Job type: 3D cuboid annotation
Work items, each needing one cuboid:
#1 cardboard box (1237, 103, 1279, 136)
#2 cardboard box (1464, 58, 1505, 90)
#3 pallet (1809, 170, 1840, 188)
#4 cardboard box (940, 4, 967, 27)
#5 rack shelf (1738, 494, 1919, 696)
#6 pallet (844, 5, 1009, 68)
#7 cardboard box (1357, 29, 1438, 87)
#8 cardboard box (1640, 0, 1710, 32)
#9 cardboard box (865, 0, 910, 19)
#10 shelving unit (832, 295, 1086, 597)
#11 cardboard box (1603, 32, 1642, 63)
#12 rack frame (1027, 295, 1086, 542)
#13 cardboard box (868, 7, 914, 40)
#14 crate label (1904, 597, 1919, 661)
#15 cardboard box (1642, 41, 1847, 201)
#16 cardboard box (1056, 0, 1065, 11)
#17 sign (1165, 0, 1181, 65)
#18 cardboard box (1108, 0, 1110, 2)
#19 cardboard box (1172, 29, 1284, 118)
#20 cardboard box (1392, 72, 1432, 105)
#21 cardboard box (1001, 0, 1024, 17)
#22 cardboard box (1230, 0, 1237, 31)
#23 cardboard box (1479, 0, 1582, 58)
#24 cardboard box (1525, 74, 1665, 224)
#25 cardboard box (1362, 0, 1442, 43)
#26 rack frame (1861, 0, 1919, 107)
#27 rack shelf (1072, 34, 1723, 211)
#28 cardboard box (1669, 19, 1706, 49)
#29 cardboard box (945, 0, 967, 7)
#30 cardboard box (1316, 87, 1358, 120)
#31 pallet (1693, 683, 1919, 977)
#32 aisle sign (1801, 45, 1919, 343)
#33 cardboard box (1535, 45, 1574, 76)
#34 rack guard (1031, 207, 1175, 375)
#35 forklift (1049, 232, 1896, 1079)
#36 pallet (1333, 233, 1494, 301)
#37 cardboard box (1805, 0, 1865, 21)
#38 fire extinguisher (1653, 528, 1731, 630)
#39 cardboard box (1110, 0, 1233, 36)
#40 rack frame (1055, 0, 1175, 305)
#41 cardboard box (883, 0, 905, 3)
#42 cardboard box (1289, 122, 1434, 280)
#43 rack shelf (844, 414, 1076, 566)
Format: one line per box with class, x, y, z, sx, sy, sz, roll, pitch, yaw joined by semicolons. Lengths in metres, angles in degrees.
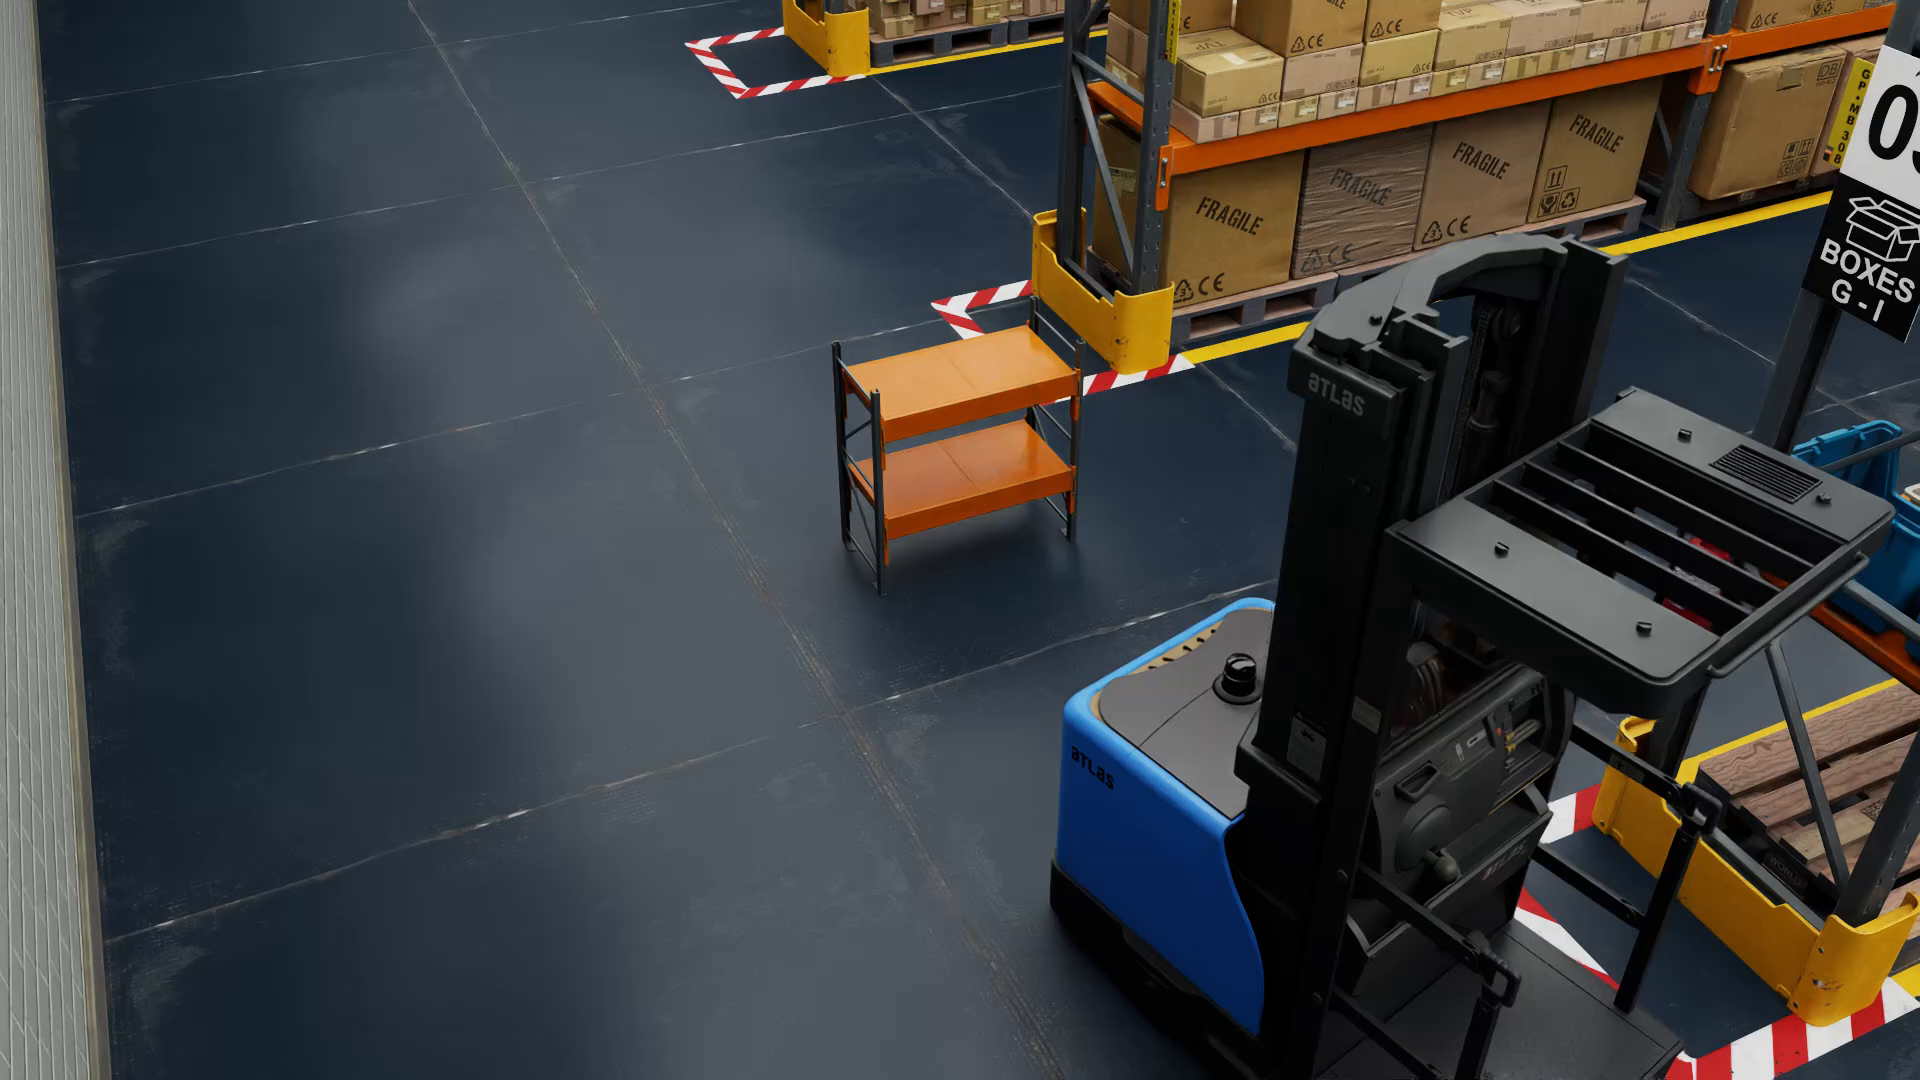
cardboard box;1.541;-2.379;9.150;0.250;0.149;0.380;-16;40;-21
cardboard box;2.938;-2.771;9.678;0.250;0.149;0.380;-15;39;-19
pallet;6.241;-2.942;12.039;1.213;0.211;1.003;-16;39;-20
cardboard box;-0.134;-4.363;13.655;0.250;0.149;0.380;-15;39;-19
rack shelf;4.762;-0.048;6.401;4.000;0.370;1.077;-16;39;-20
pallet;-0.349;-4.288;13.855;1.213;0.211;1.003;-16;39;-20
cardboard box;2.321;-2.798;9.380;0.500;0.250;0.500;-17;40;-21
cardboard box;4.180;-3.321;10.085;0.500;0.250;0.500;-16;40;-21
cardboard box;-0.585;-4.340;13.374;0.250;0.149;0.380;-14;39;-18
shelving unit;-0.006;-0.450;7.913;1.048;1.125;0.538;-16;39;-20
cardboard box;3.866;-3.030;10.028;0.250;0.149;0.380;-16;40;-21
rack frame;0.454;-0.579;8.086;0.032;1.125;0.500;-16;39;-20
cardboard box;-0.558;-4.186;13.417;0.250;0.149;0.380;-15;39;-19
crate label;3.315;0.327;5.381;0.303;0.233;0.416;-16;39;-20
cardboard box;5.039;-3.003;11.212;0.875;0.875;1.225;-15;39;-20
cardboard box;0.837;-4.585;13.954;0.250;0.149;0.380;-16;39;-20
sign;1.078;-2.581;8.419;0.005;0.325;0.100;-16;39;-20
cardboard box;1.305;-4.694;14.101;0.250;0.149;0.380;-16;39;-20
cardboard box;1.397;-2.537;9.029;0.500;0.250;0.500;-17;40;-21
cardboard box;2.472;-2.640;9.502;0.250;0.149;0.380;-16;39;-20
cardboard box;0.334;-4.485;13.819;0.250;0.149;0.380;-16;39;-20
cardboard box;1.633;-2.955;9.593;0.500;0.250;0.500;-16;40;-21
cardboard box;3.251;-3.059;9.733;0.500;0.250;0.500;-15;39;-19
cardboard box;3.837;-2.706;10.811;0.875;0.875;0.875;-16;39;-20
cardboard box;2.316;-3.099;9.158;0.500;0.500;0.500;-17;40;-21
rack frame;2.952;-2.241;3.717;0.127;3.000;1.000;-16;39;-20
rack shelf;2.658;-2.720;10.002;4.000;0.370;1.077;-16;39;-20
cardboard box;4.332;-3.160;10.203;0.250;0.149;0.380;-15;39;-20
cardboard box;-0.129;-4.488;13.574;0.250;0.149;0.380;-15;39;-19
cardboard box;2.008;-2.511;9.328;0.250;0.149;0.380;-16;40;-21
pallet;3.715;1.101;6.588;1.213;0.211;1.003;-16;39;-20
aisle sign;2.762;-1.015;4.918;0.004;0.787;0.394;-16;39;-20
cardboard box;3.400;-2.899;9.852;0.250;0.149;0.380;-15;39;-19
rack guard;0.826;-1.492;9.842;0.348;0.500;1.175;-16;39;-20
forklift;1.661;0.735;4.799;1.130;2.935;3.031;-26;44;-31
pallet;2.641;-1.933;10.679;1.213;0.211;1.003;-16;39;-20
cardboard box;5.446;-3.664;10.588;0.500;0.500;0.500;-16;39;-20
fire extinguisher;2.622;0.143;5.918;0.183;0.674;0.296;-16;39;-20
cardboard box;1.177;-3.128;9.196;0.500;0.500;0.500;-15;39;-19
rack frame;0.848;-2.502;9.106;0.127;3.000;1.000;-16;39;-20
cardboard box;-0.550;-4.415;13.225;0.250;0.149;0.380;-17;40;-22
cardboard box;2.217;-2.253;10.201;0.875;0.875;0.875;-16;39;-20
rack shelf;-0.006;-0.254;8.058;1.000;0.278;0.538;-16;39;-20
